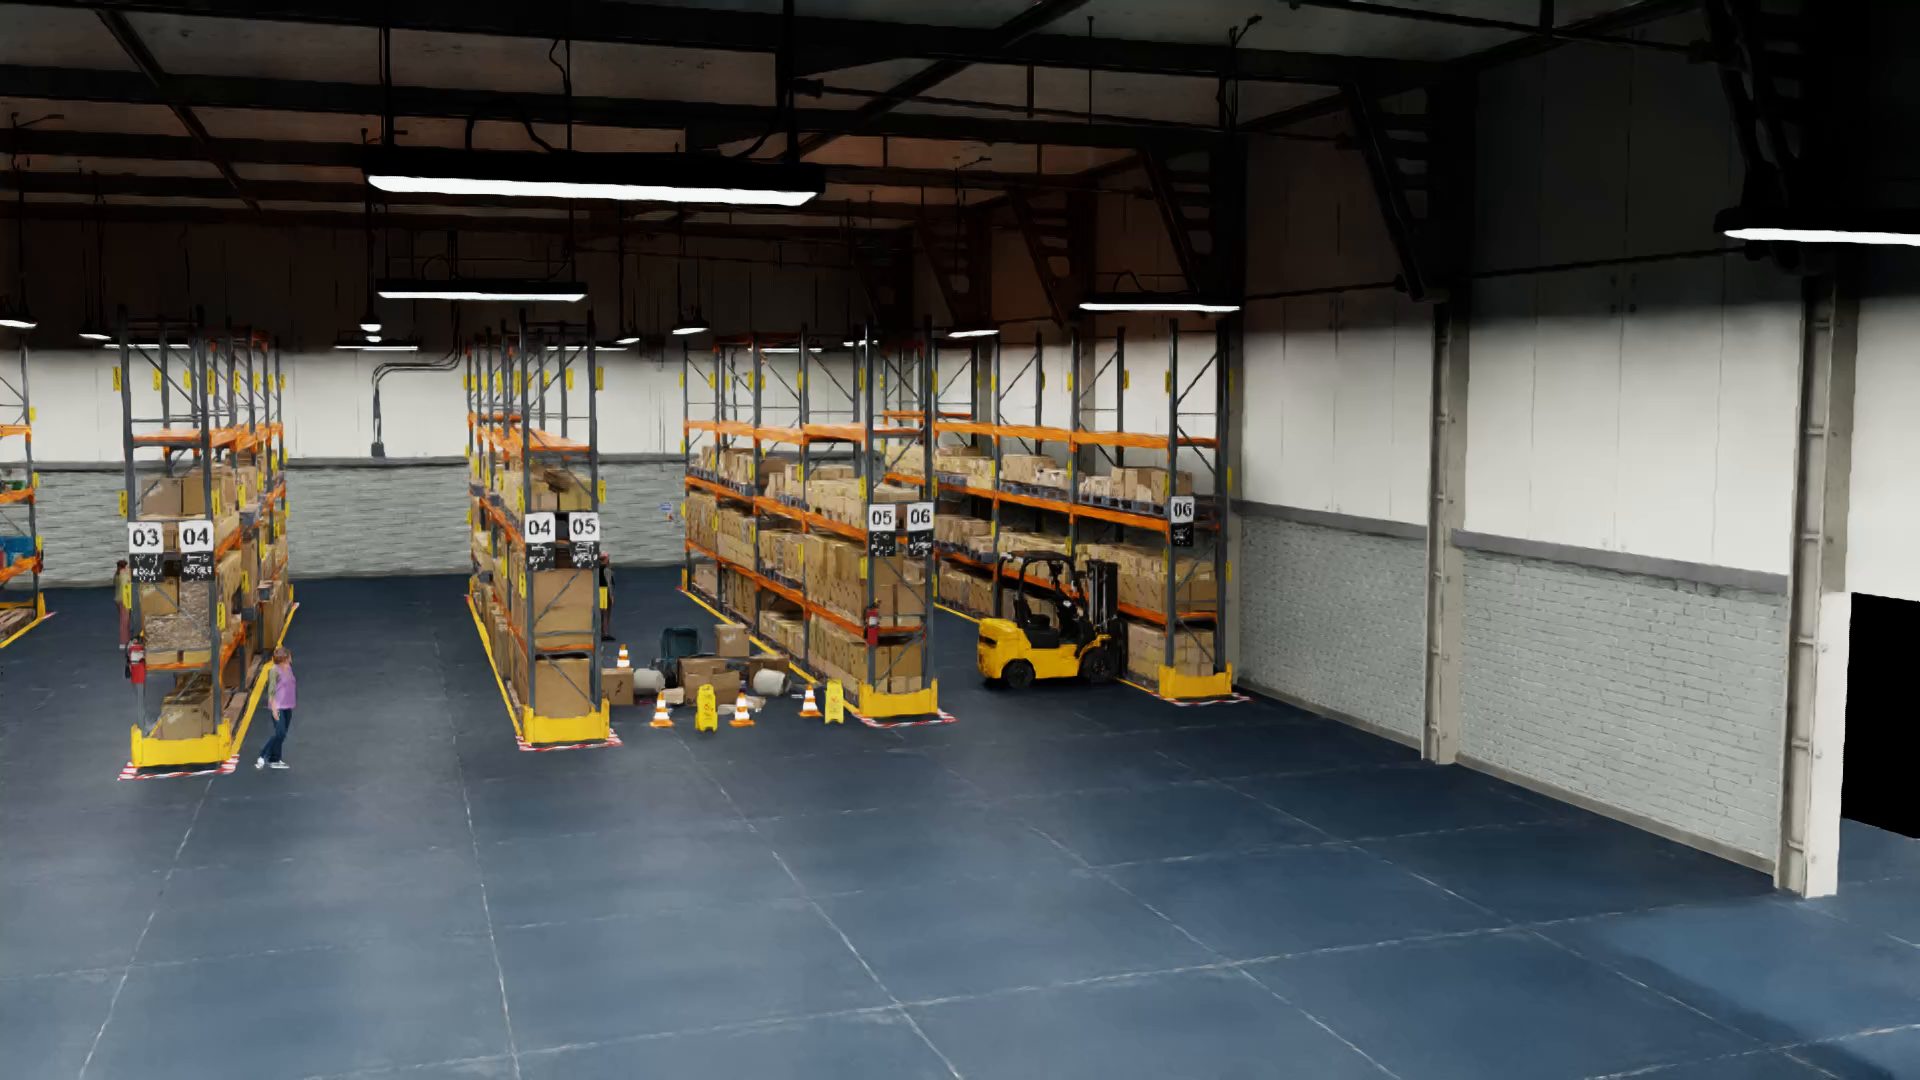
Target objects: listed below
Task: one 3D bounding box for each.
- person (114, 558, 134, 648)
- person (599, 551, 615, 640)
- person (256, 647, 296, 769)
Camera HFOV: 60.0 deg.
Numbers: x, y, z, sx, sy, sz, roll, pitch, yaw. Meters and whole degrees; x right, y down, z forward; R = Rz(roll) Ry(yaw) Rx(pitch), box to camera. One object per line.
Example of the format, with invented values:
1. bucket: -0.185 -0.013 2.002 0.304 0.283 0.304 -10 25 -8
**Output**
1. person: -15.725 1.181 31.381 0.495 1.674 0.445 5 7 43
2. person: -6.895 1.065 32.273 0.401 1.726 0.627 -5 7 -41
3. person: -8.814 2.172 21.423 0.419 1.590 0.564 1 6 13
